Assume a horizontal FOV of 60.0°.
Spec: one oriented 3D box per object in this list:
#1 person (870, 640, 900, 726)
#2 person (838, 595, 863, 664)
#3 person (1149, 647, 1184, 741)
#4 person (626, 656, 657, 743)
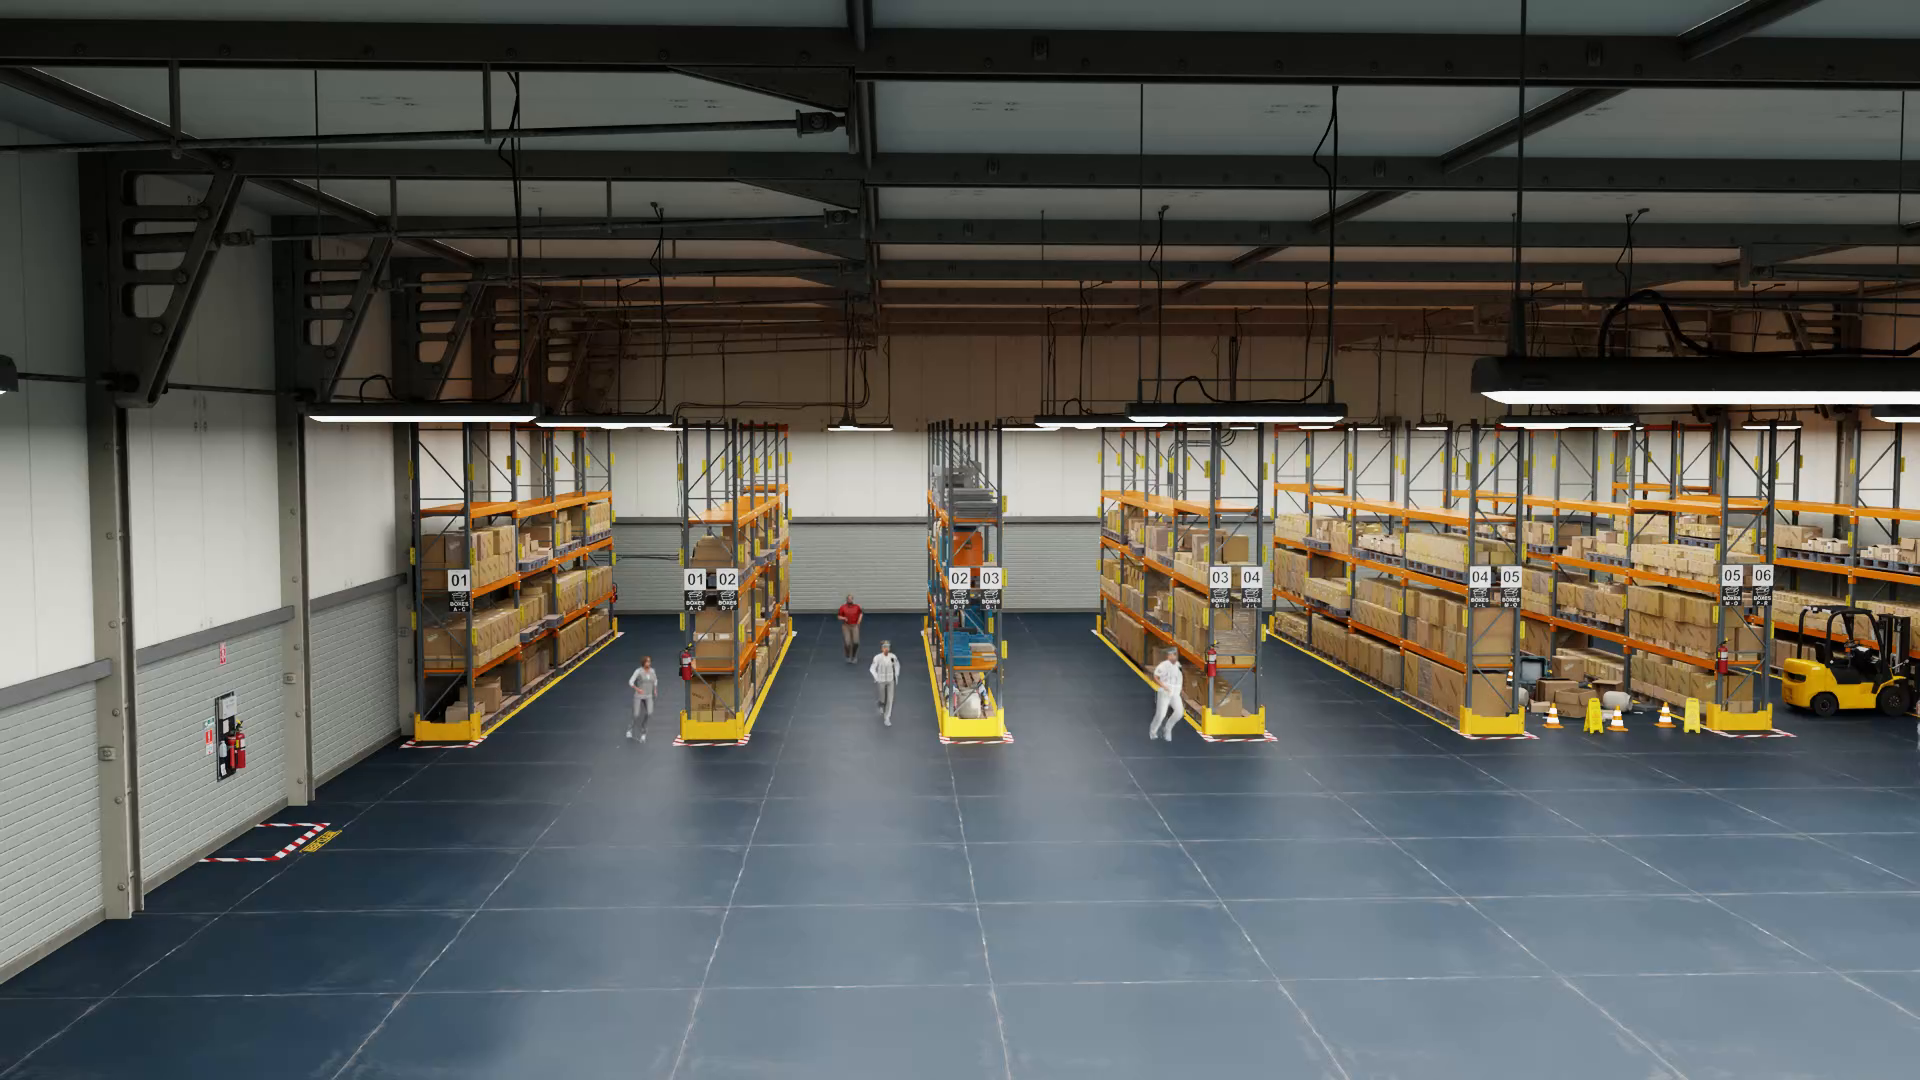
[{"bbox_3d":[-1.478,2.793,32.935,0.610,1.667,0.757,-1,4,-10],"label":"person"},{"bbox_3d":[-2.711,2.234,41.318,0.644,1.740,0.660,-1,4,-10],"label":"person"},{"bbox_3d":[3.940,2.874,31.121,0.720,1.764,0.636,-2,4,-27],"label":"person"},{"bbox_3d":[-5.902,2.956,31.019,0.613,1.606,0.612,-2,4,-29],"label":"person"}]
